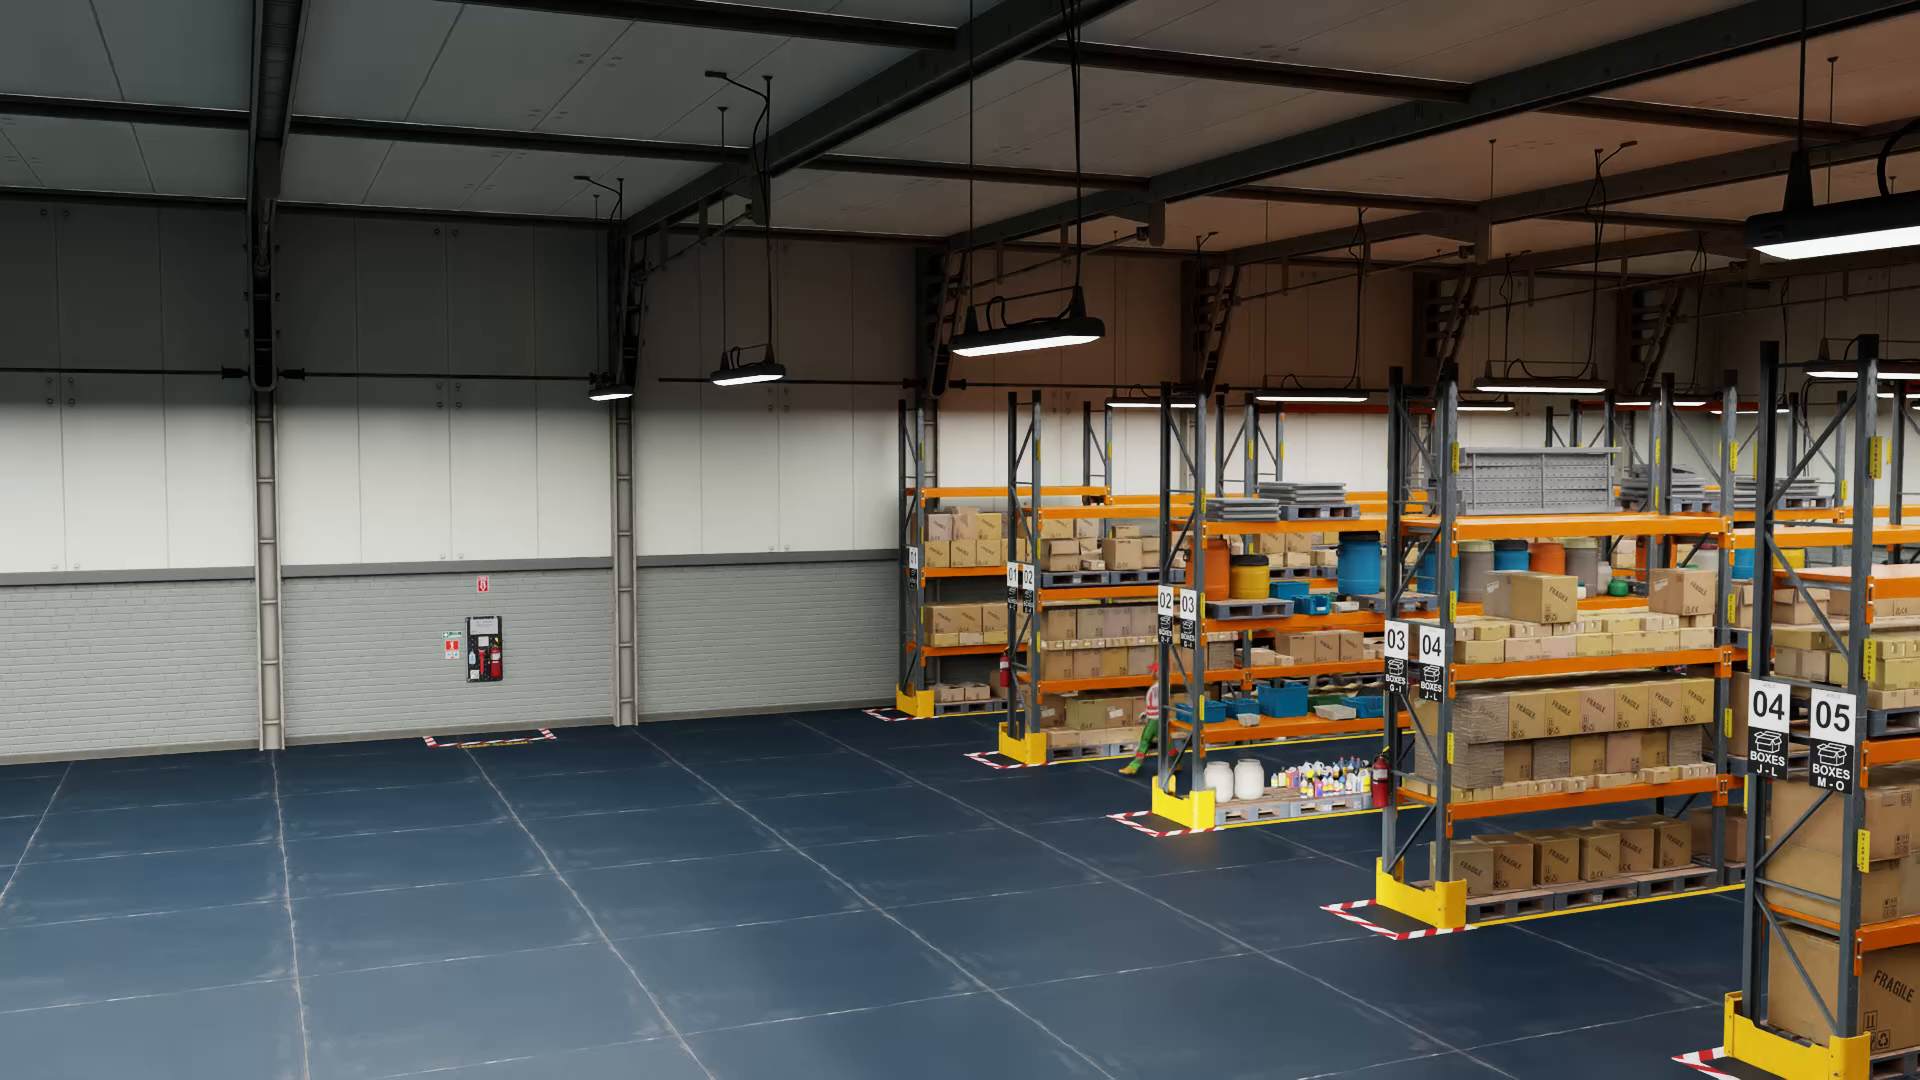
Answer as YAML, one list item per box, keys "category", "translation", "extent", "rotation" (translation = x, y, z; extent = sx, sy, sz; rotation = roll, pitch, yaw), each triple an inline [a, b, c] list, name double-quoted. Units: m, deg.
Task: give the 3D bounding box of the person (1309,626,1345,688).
- category: "person"
  translation: [7.301, 2.355, 33.310]
  extent: [1.088, 1.657, 0.558]
  rotation: [-2, 4, -32]

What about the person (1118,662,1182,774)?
- category: "person"
  translation: [2.955, 2.752, 25.883]
  extent: [1.049, 1.718, 0.657]
  rotation: [0, 3, -5]
